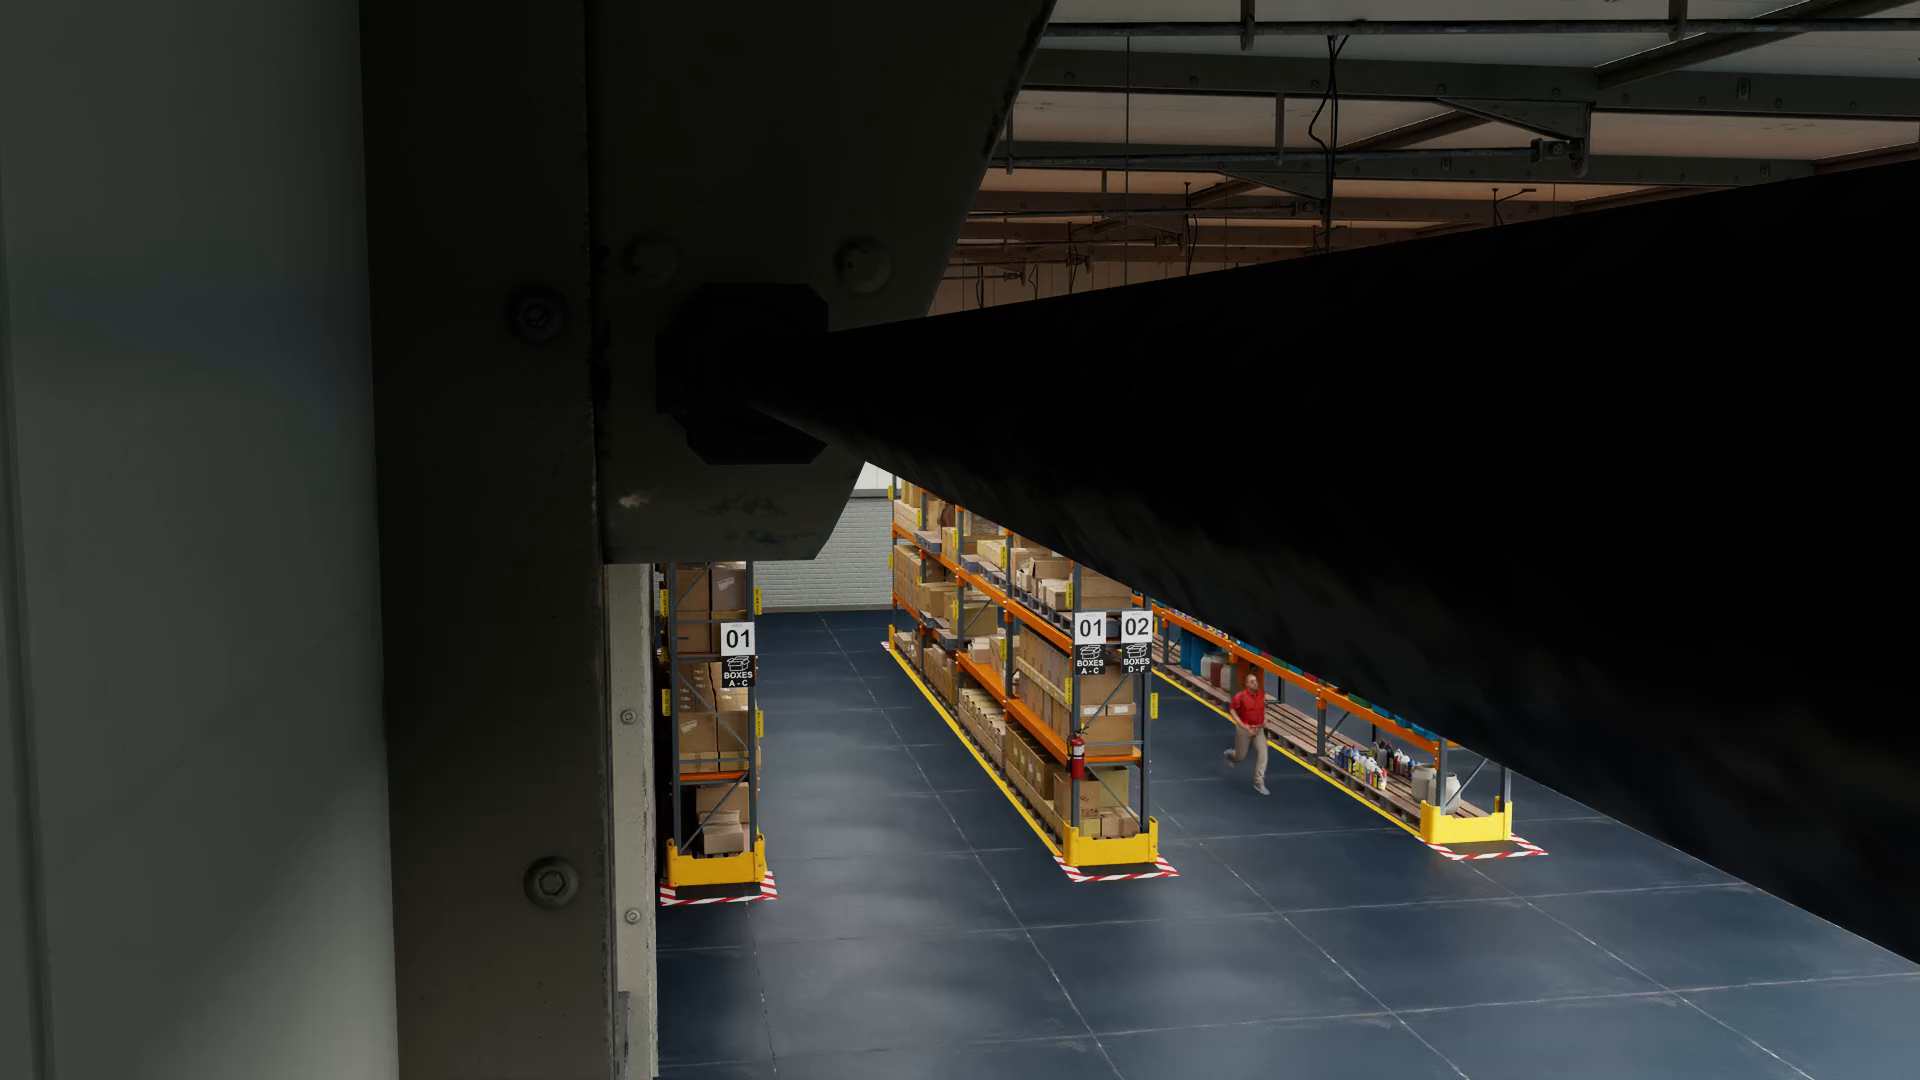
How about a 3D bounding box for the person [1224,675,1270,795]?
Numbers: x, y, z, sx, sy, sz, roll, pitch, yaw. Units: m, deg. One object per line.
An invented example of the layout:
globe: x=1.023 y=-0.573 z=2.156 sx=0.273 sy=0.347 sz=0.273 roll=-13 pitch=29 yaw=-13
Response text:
person: x=4.281 y=2.851 z=24.678 sx=0.642 sy=1.724 sz=1.031 roll=-2 pitch=6 yaw=-18
